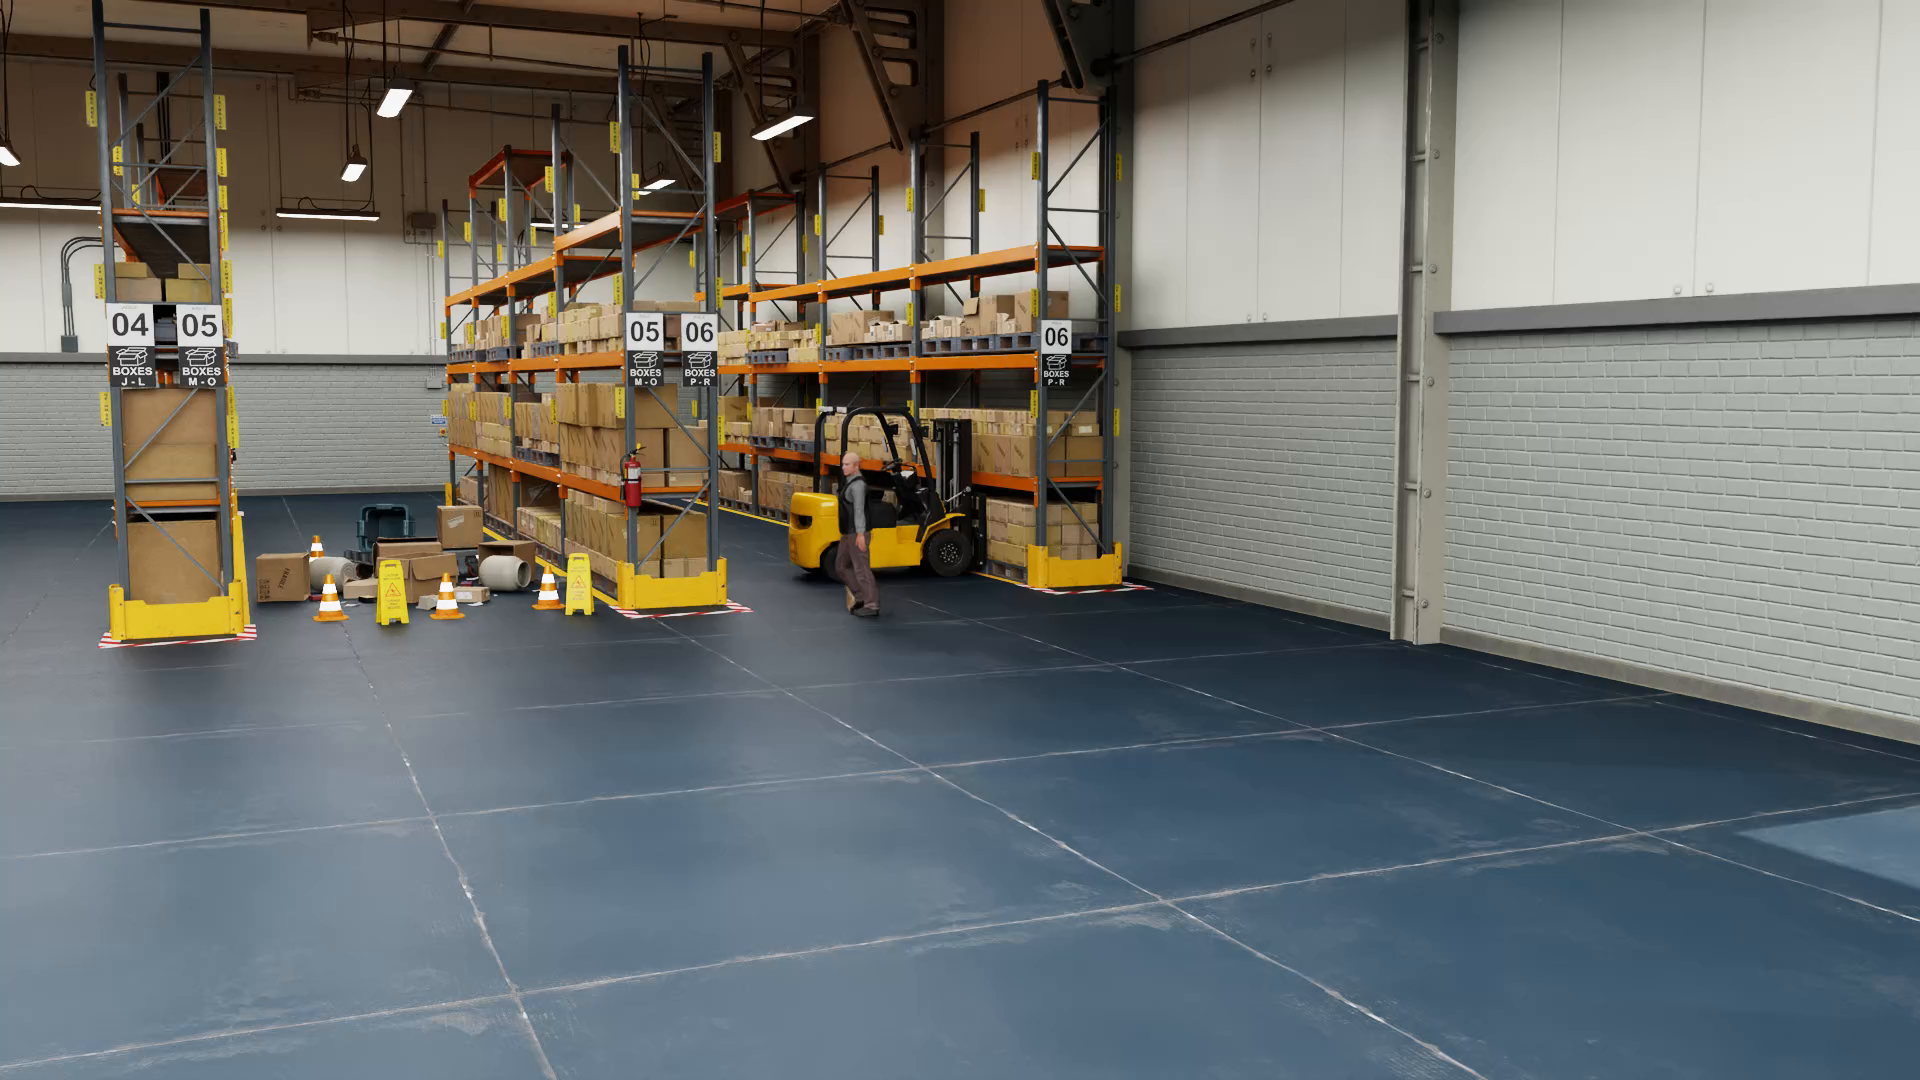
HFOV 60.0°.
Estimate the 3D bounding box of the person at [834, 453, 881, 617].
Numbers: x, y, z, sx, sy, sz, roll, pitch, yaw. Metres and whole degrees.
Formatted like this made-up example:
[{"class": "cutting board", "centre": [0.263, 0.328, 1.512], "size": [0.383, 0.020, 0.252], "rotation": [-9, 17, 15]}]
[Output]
[{"class": "person", "centre": [-1.067, -0.060, 17.347], "size": [0.473, 1.709, 0.648], "rotation": [-1, 5, -8]}]
